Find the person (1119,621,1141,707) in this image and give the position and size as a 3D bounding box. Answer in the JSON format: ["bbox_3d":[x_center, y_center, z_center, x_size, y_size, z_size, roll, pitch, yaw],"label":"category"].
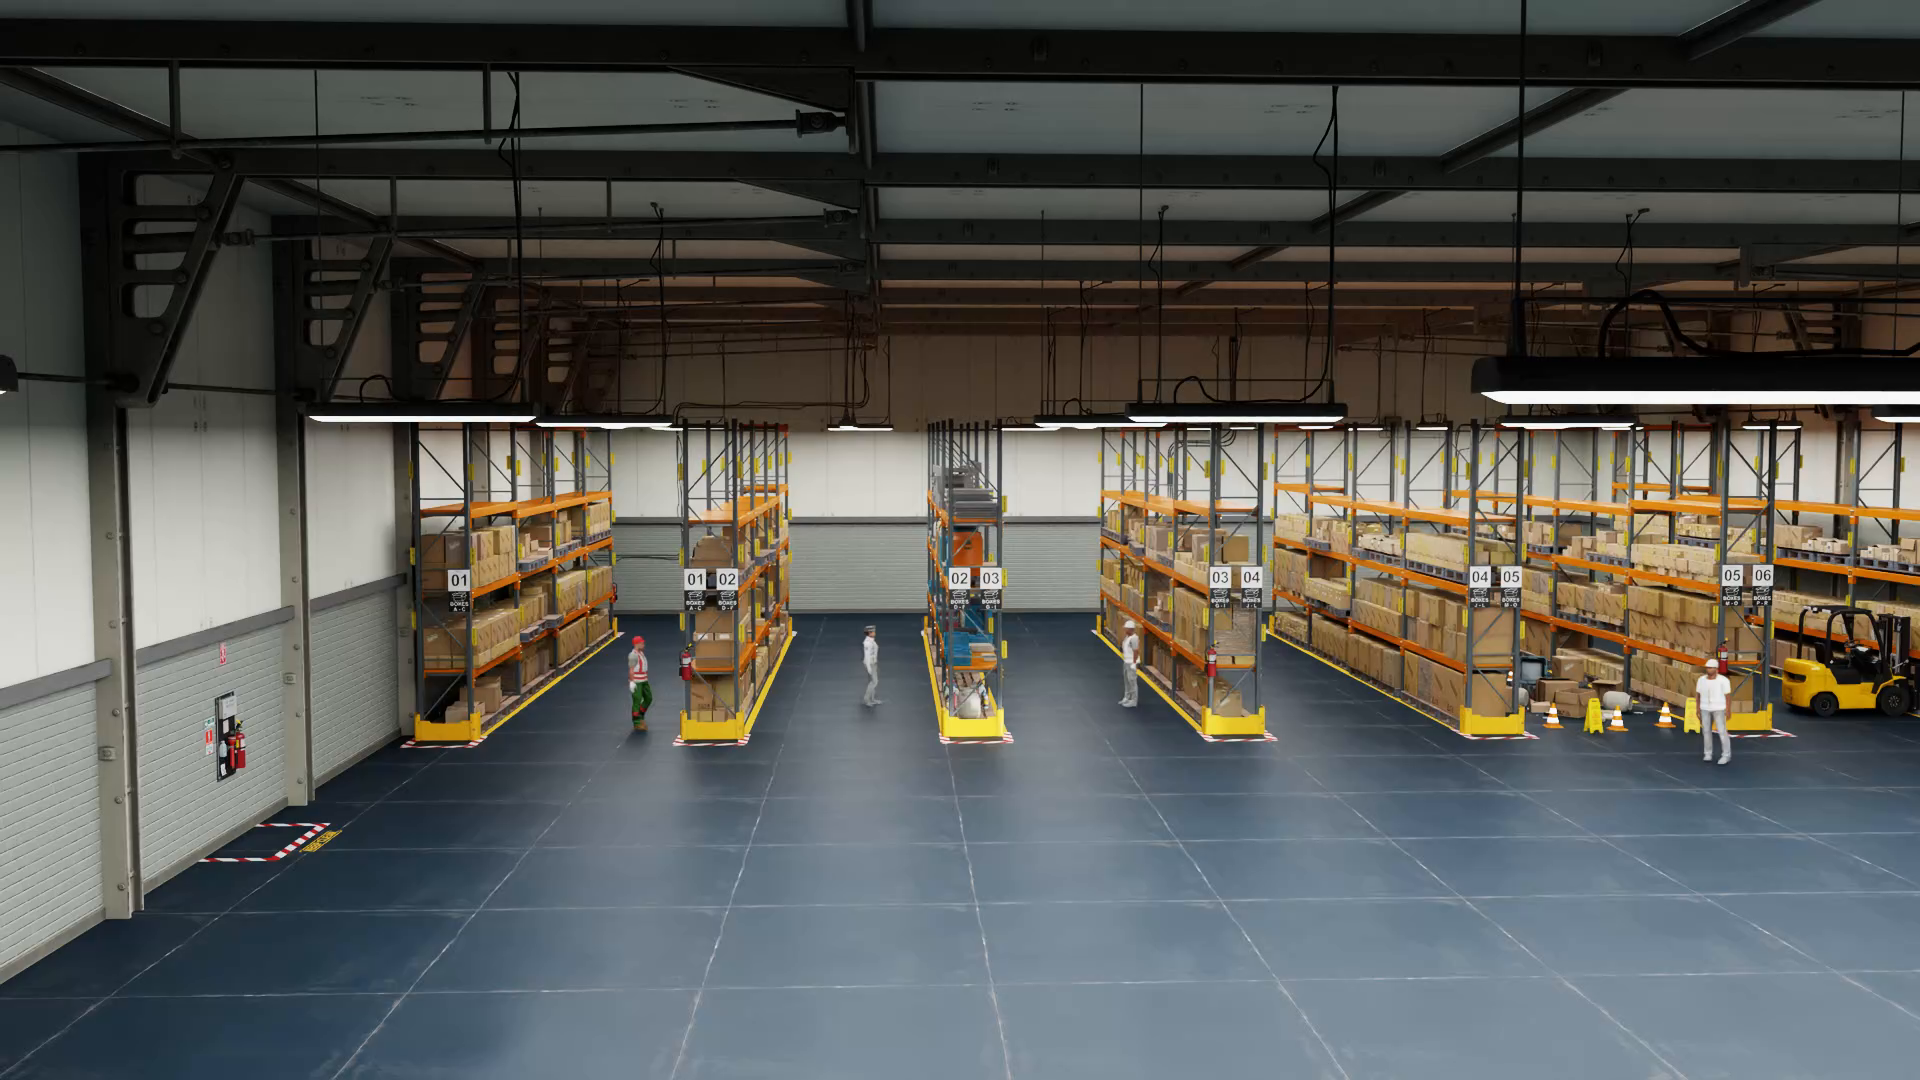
[{"bbox_3d":[3.556,2.585,34.900,0.431,1.789,0.610,-1,4,-9],"label":"person"}]

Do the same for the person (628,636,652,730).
[{"bbox_3d":[-6.221,2.771,32.259,0.402,1.807,0.601,1,4,13],"label":"person"}]

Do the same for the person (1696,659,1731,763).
[{"bbox_3d":[13.149,2.976,29.057,0.443,1.767,0.641,-4,5,-44],"label":"person"}]

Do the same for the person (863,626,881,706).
[{"bbox_3d":[-1.858,2.649,35.148,0.380,1.690,0.522,0,4,5],"label":"person"}]
